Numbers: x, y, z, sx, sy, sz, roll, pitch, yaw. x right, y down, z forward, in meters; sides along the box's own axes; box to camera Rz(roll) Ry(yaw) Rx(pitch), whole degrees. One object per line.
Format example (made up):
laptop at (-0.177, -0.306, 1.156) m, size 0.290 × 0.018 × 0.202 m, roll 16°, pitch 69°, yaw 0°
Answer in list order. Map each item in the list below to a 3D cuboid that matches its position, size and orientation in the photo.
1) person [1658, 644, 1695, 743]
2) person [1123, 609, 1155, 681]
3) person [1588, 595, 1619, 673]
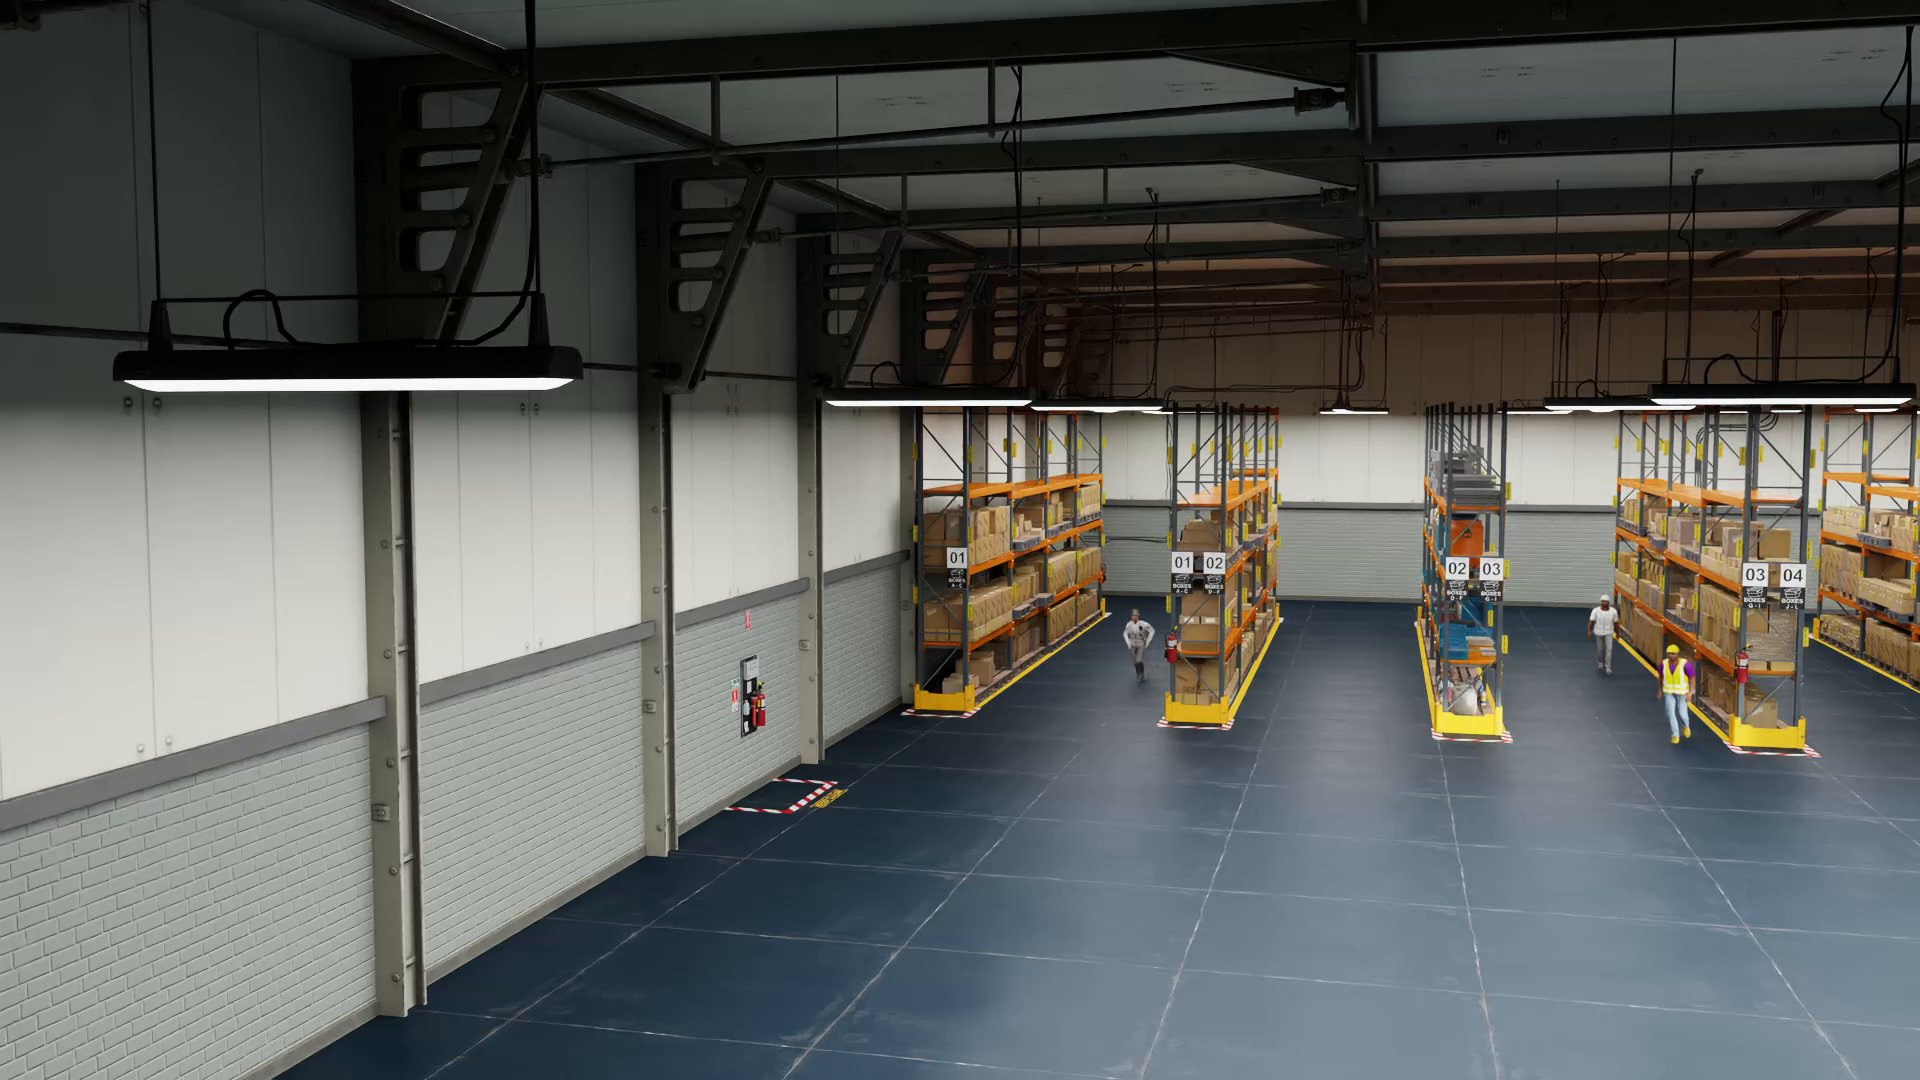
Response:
person at (12.666, 2.691, 29.377) m, size 0.626 × 1.733 × 0.711 m, roll 3°, pitch 5°, yaw 34°
person at (3.869, 2.274, 35.871) m, size 0.658 × 1.610 × 0.698 m, roll 2°, pitch 5°, yaw 23°
person at (14.423, 2.090, 37.253) m, size 0.681 × 1.714 × 1.022 m, roll 1°, pitch 4°, yaw 18°
